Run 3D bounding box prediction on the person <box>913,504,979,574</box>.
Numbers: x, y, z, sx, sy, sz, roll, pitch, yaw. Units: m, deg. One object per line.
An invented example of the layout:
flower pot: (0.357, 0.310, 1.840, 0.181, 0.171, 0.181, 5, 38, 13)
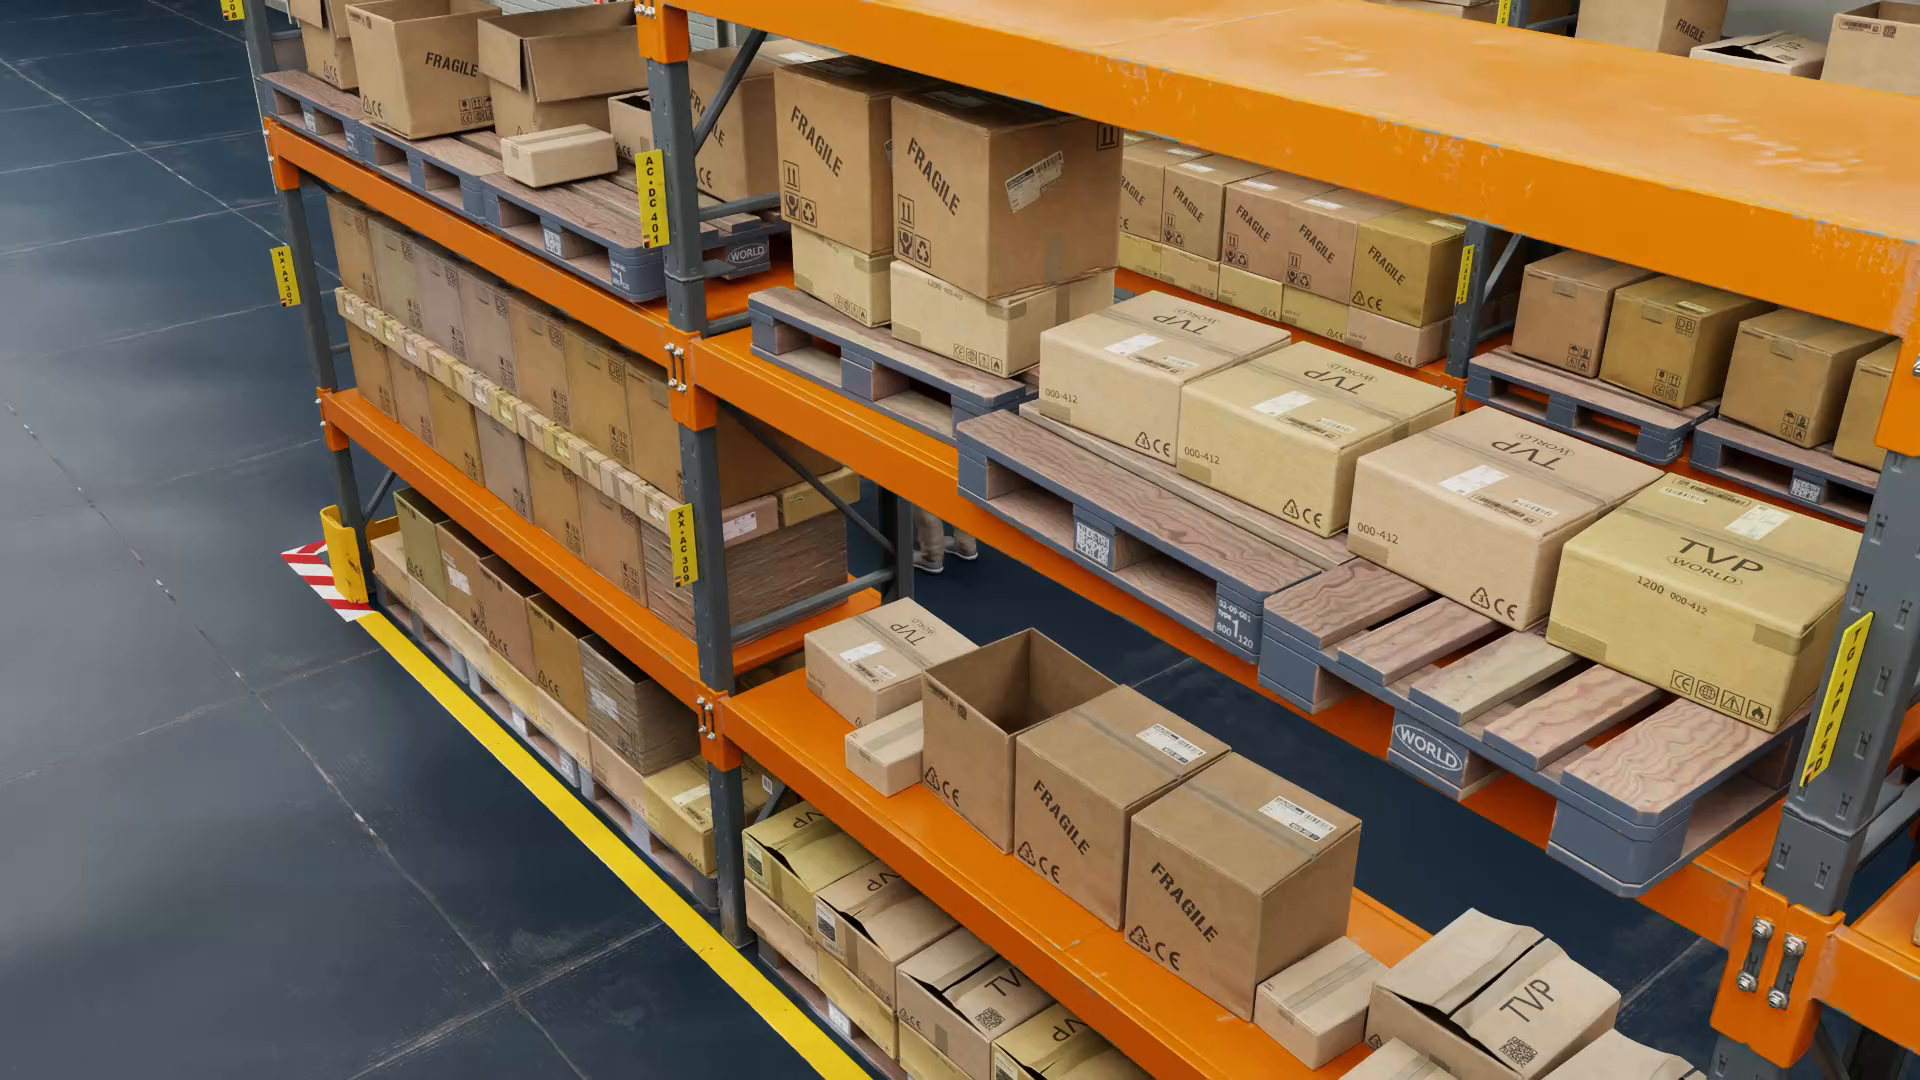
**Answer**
person: (-0.124, -0.634, 9.828, 0.605, 1.728, 0.392, -24, 36, -37)
